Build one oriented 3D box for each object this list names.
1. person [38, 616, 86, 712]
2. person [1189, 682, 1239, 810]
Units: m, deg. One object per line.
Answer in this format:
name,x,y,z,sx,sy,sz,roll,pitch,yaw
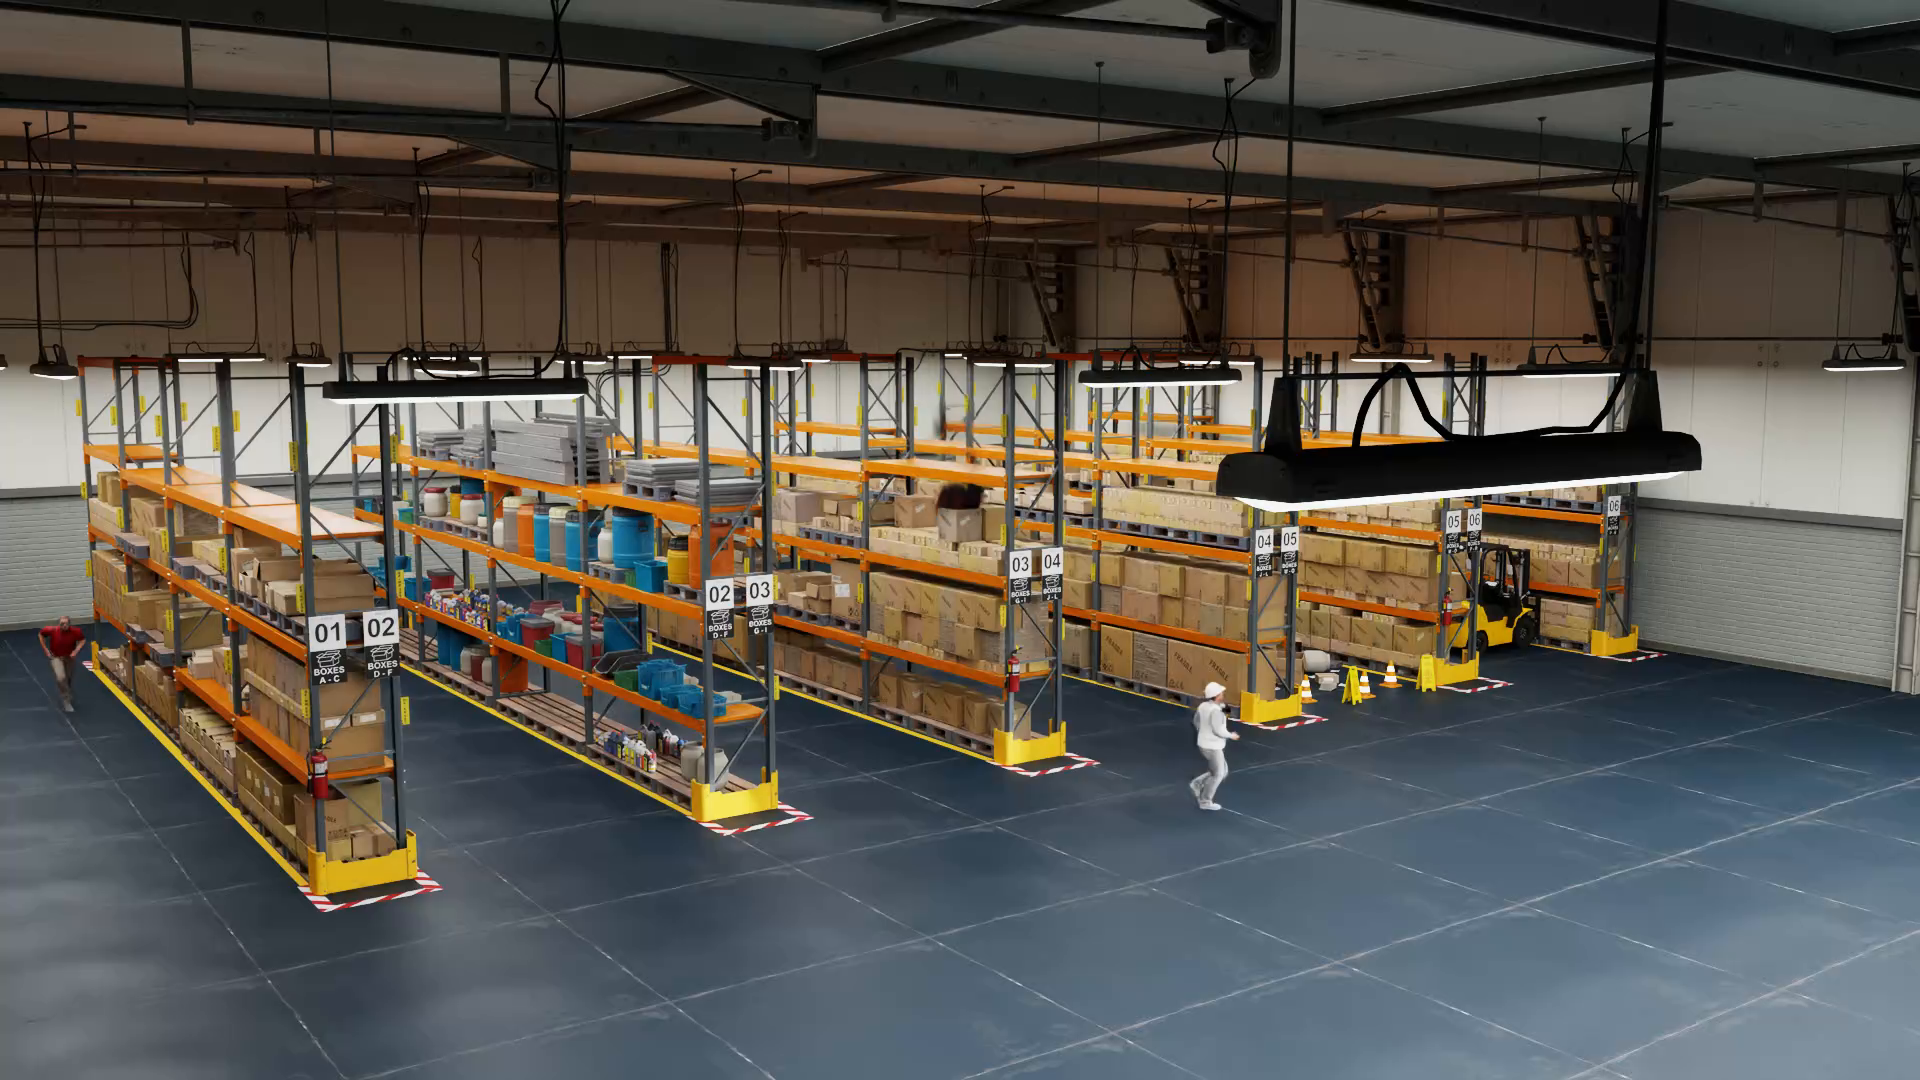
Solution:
person,-15.410,2.086,28.574,0.704,1.696,1.021,-4,8,-33
person,3.427,2.770,22.345,0.607,1.741,0.646,-1,7,-8
